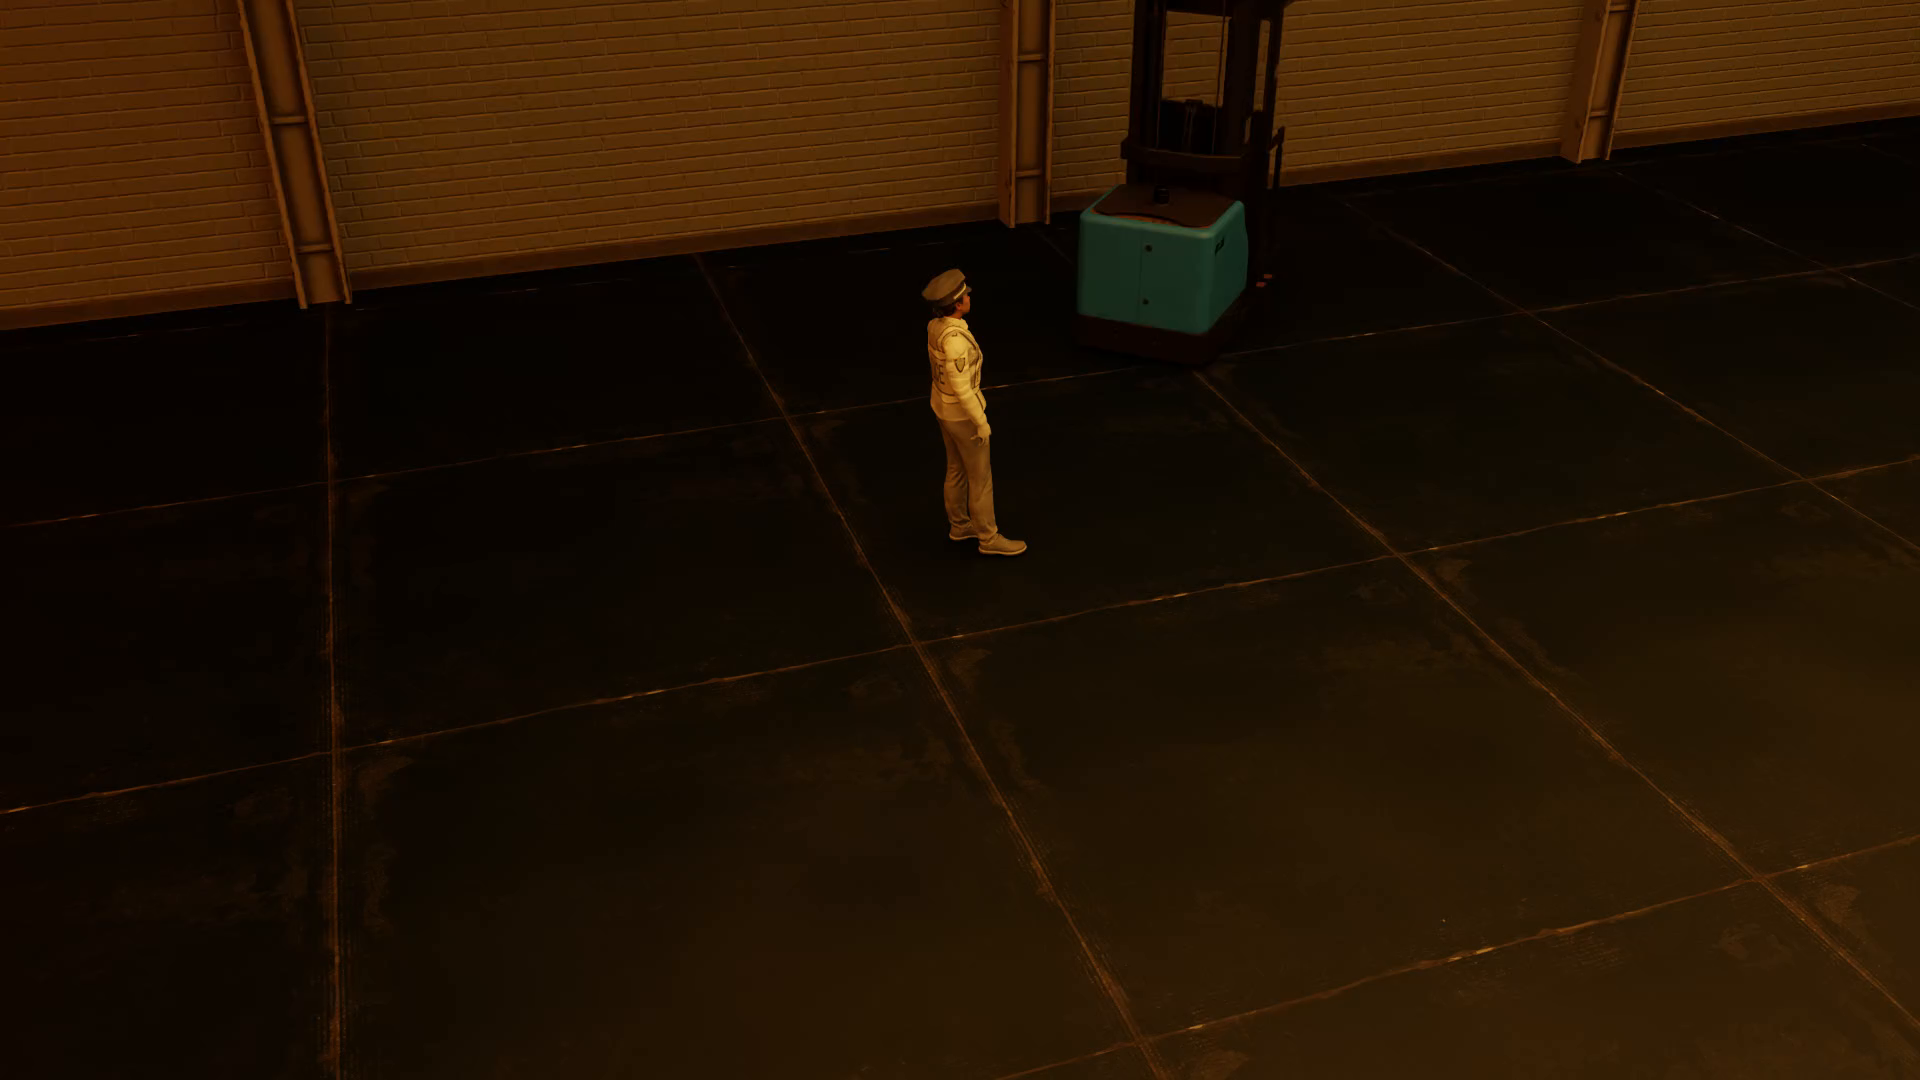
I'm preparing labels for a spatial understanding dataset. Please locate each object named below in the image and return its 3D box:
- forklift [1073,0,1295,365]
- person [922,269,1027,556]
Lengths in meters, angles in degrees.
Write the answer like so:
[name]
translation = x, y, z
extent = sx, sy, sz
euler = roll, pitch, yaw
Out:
[forklift]
translation = 1.922, -3.255, 12.744
extent = 1.130, 2.935, 3.031
euler = 13, 32, 21
[person]
translation = 0.067, -0.748, 9.613
extent = 0.532, 1.694, 0.586
euler = -10, 31, -16
